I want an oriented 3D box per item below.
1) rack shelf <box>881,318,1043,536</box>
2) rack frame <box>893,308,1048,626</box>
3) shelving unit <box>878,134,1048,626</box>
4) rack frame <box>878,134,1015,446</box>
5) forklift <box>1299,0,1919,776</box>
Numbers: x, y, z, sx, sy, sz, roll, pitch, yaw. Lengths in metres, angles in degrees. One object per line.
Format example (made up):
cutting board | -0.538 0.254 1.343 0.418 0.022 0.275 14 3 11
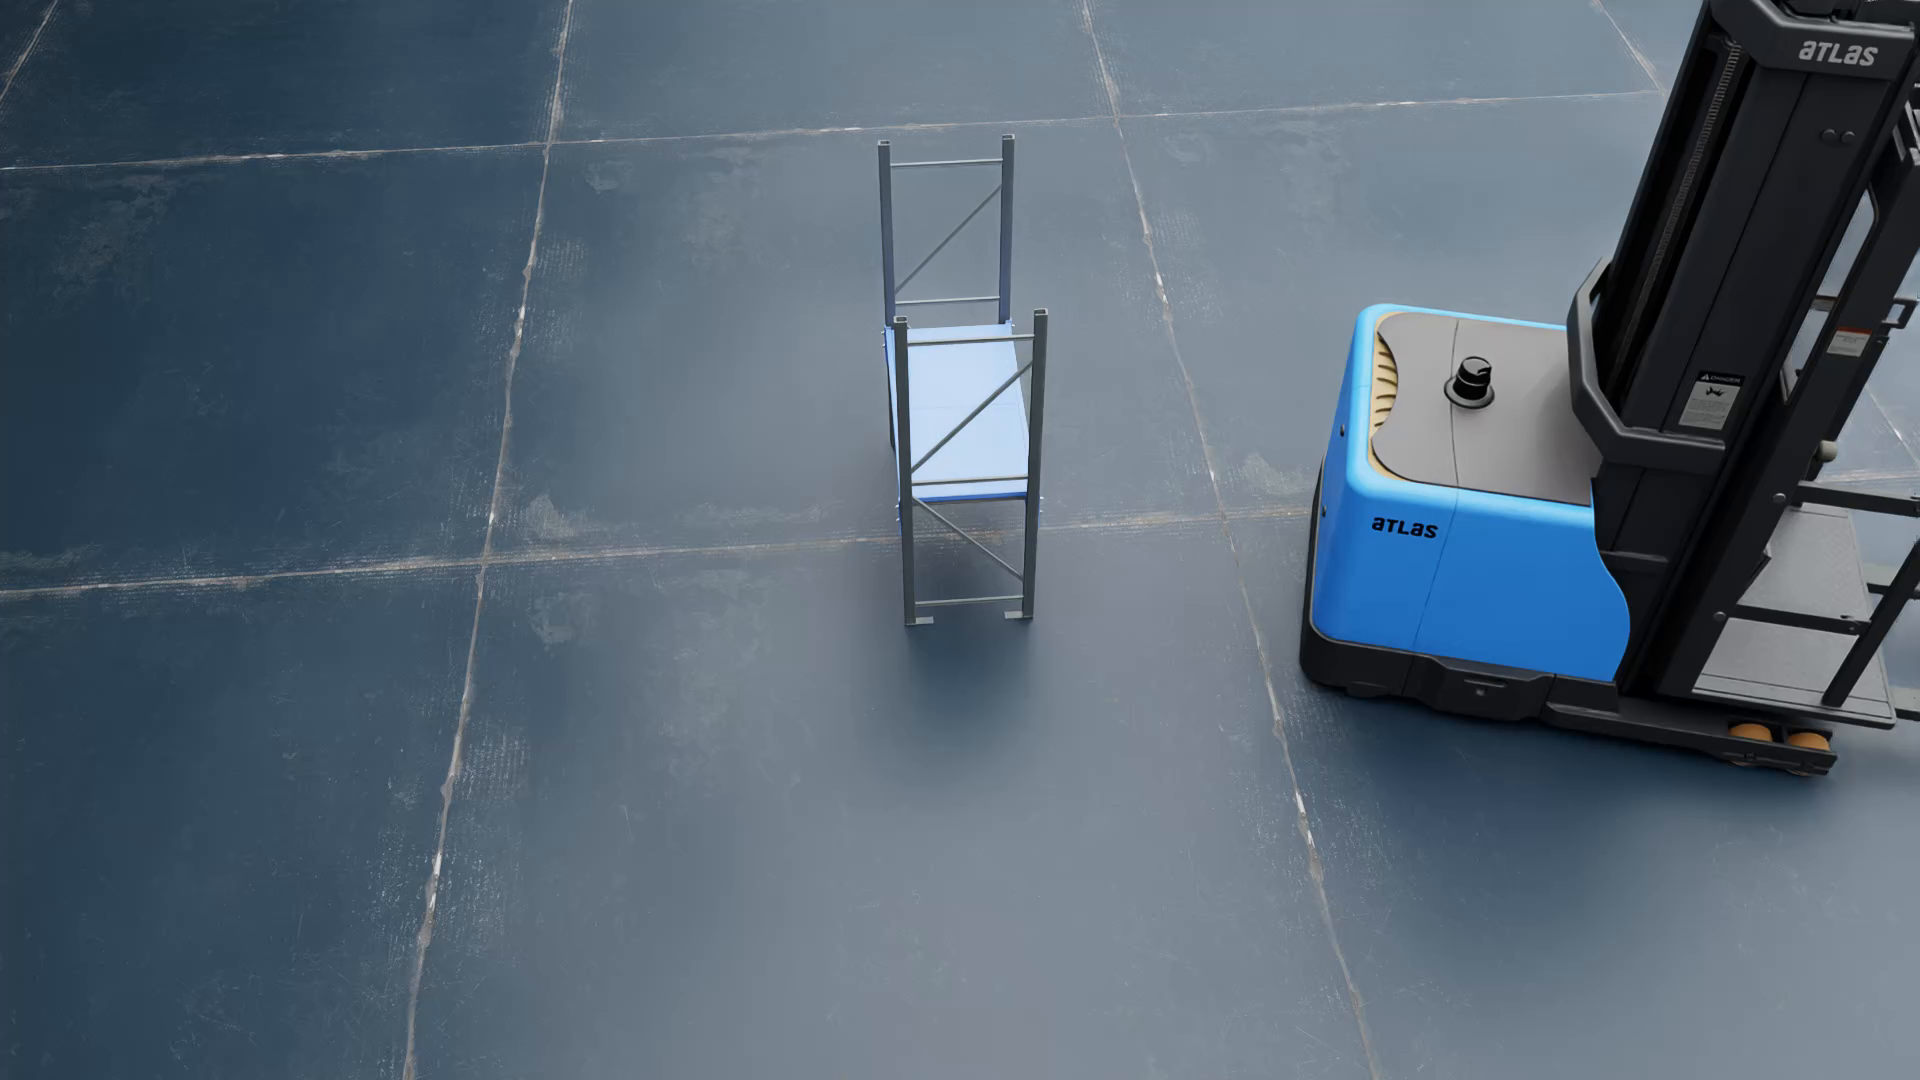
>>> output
rack shelf | -0.007 -0.454 6.395 0.538 0.185 1.000 -3 47 -3
rack frame | 0.035 -0.210 5.916 0.500 1.500 0.032 -3 47 -3
shelving unit | -0.007 -0.577 6.264 0.538 1.500 1.048 -3 47 -3
rack frame | -0.050 -0.945 6.612 0.500 1.500 0.032 -3 47 -3
forklift | 2.839 -0.589 5.290 3.031 2.935 1.130 9 47 8
